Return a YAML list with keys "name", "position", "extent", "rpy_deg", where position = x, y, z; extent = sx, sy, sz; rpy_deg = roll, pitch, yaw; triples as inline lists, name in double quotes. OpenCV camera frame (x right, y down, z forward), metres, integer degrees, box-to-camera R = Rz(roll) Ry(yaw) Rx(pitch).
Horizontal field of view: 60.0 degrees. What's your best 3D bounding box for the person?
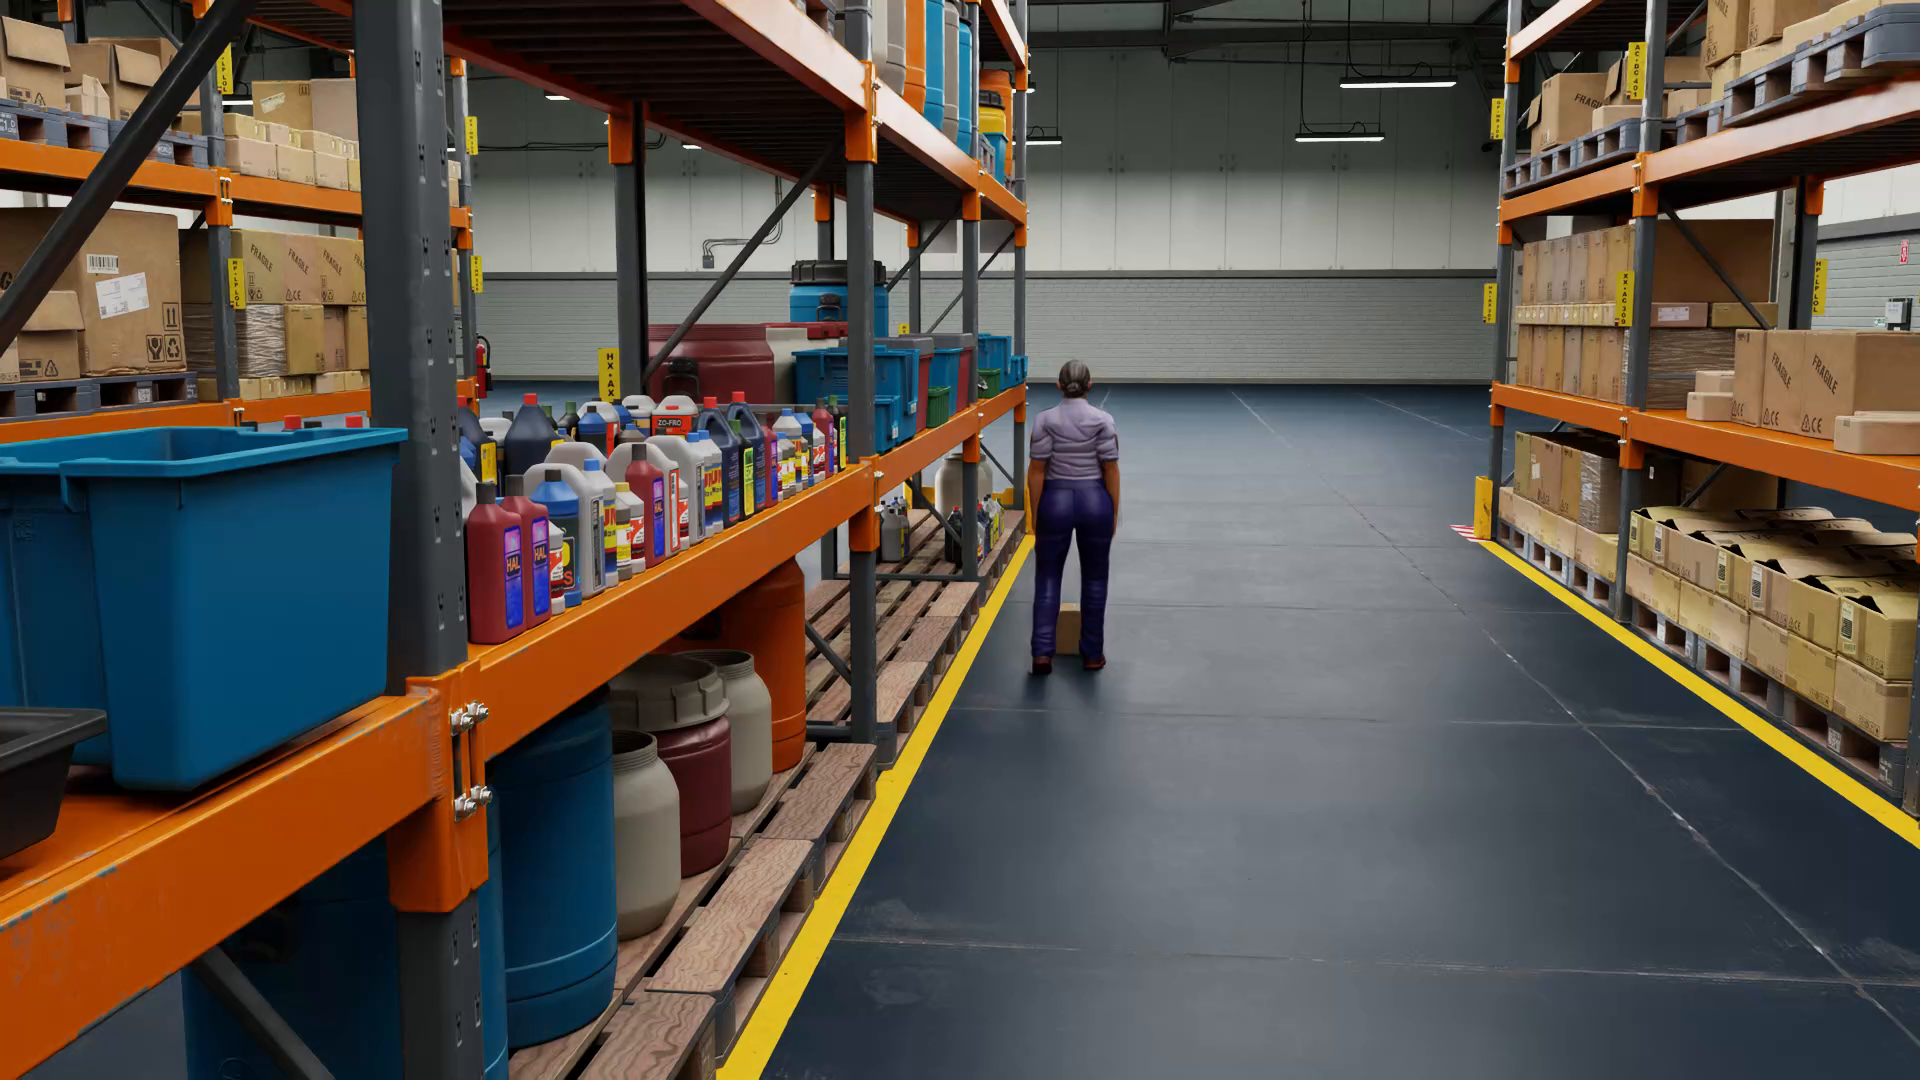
- name: "person"
  position: [0.600, -0.099, 8.796]
  extent: [0.479, 1.707, 0.458]
  rpy_deg: [1, 8, 7]
